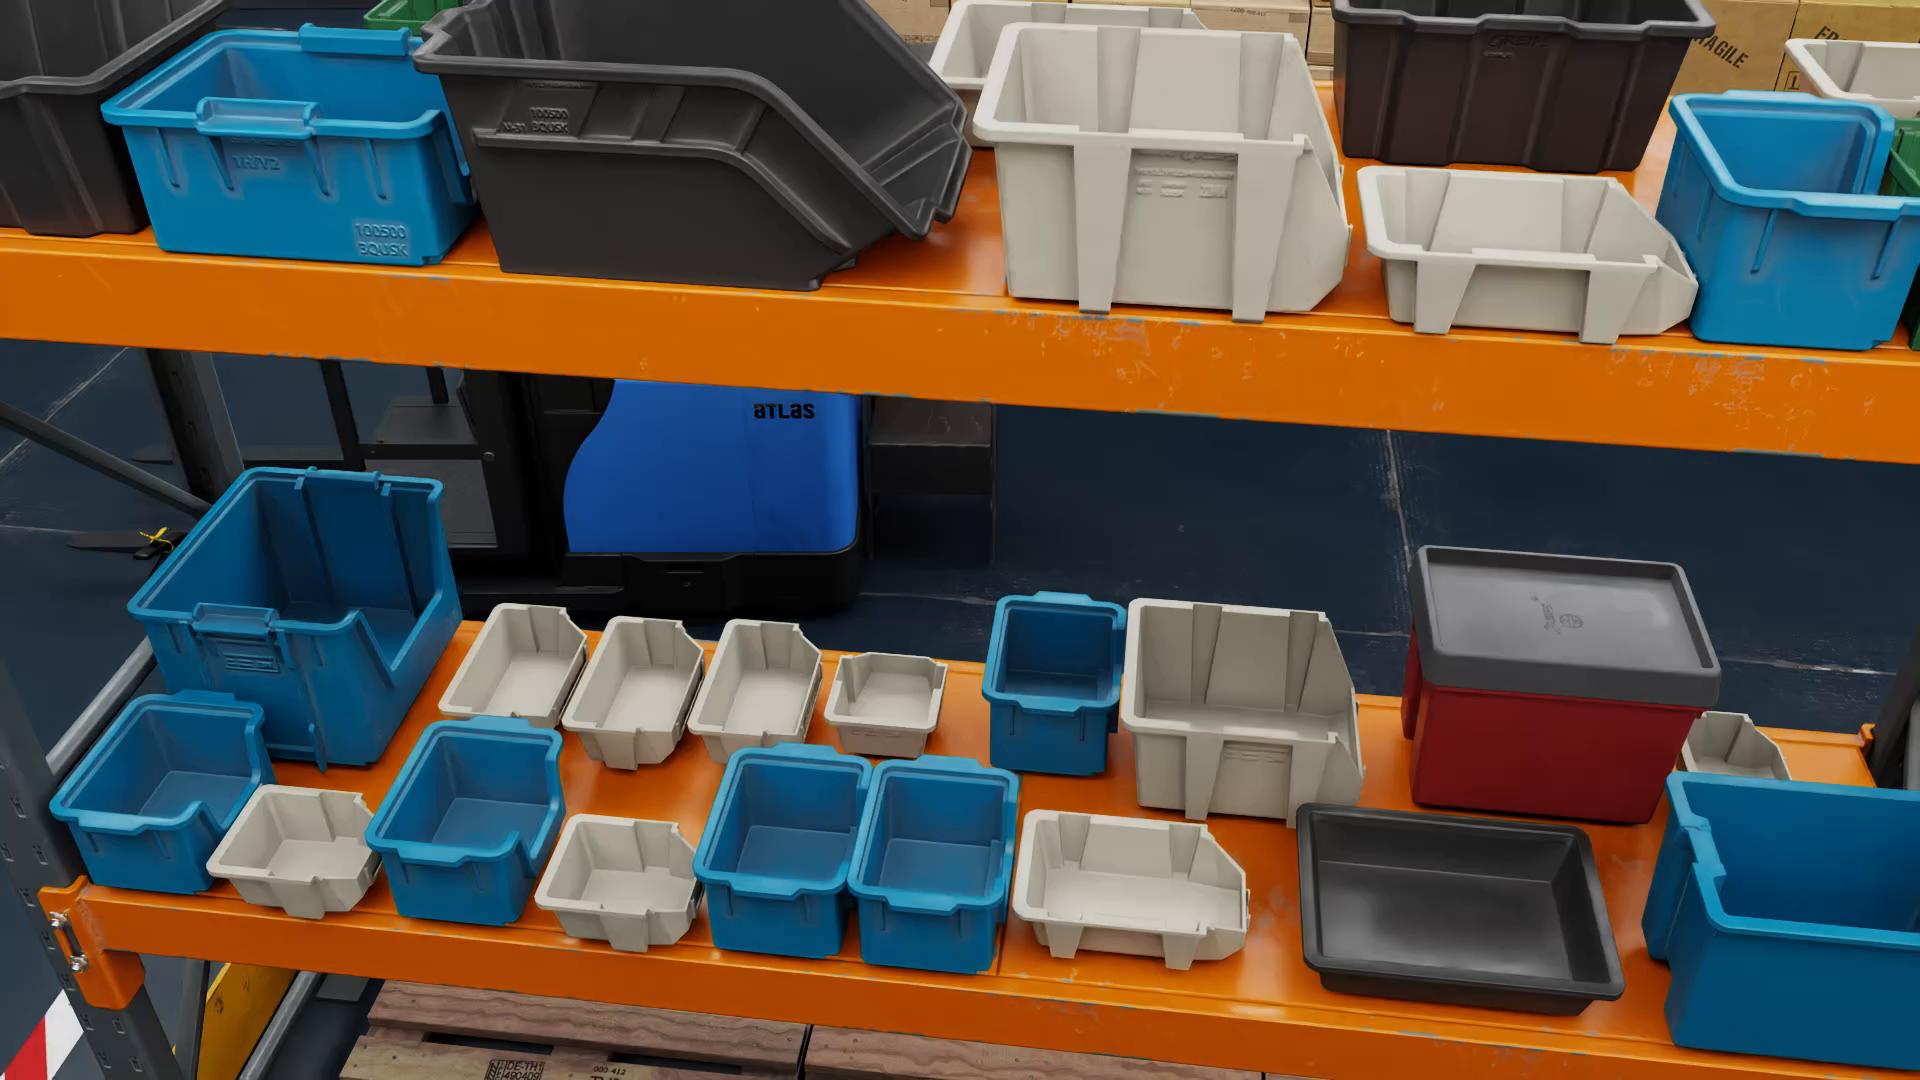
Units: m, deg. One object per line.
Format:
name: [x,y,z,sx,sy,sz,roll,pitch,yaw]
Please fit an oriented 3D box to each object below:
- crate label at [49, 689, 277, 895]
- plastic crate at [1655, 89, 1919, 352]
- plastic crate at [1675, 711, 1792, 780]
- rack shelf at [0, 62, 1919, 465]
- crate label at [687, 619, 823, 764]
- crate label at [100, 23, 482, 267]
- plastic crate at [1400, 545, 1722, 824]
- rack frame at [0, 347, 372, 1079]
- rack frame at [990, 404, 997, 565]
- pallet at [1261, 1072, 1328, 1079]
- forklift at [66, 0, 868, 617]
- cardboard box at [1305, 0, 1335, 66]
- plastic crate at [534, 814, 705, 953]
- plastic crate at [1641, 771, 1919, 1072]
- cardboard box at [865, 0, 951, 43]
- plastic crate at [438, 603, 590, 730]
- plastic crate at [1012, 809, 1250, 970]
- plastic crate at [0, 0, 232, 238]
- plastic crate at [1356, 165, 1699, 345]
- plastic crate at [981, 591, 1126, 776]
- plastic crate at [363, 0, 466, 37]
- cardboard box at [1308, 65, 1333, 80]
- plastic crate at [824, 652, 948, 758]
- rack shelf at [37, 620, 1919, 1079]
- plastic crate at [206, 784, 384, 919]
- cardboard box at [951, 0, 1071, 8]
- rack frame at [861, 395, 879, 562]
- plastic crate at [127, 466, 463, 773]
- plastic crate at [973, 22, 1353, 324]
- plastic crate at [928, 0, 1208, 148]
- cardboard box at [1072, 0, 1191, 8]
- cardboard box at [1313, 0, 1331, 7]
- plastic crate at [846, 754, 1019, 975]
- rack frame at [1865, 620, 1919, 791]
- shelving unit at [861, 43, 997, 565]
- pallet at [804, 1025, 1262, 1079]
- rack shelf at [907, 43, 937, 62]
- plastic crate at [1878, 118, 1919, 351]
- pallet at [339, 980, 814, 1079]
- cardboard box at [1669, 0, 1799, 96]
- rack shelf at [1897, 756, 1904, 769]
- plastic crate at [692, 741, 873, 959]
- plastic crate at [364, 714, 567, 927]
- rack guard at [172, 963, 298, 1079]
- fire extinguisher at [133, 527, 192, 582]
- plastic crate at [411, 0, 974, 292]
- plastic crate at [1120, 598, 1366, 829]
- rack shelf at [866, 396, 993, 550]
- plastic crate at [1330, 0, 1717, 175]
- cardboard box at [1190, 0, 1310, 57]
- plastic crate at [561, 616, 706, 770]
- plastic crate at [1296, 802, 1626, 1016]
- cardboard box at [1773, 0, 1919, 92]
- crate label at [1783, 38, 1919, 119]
crate label: [-1.651,0.541,3.502,0.303,0.233,0.416,4,36,6]
plastic crate: [1.169,-0.451,2.361,0.300,0.233,0.416,4,36,6]
plastic crate: [1.670,0.552,3.570,0.243,0.136,0.396,4,36,6]
rack shelf: [0.129,-0.491,2.892,4.000,0.370,1.077,4,36,6]
crate label: [-0.458,0.365,3.832,0.243,0.136,0.396,4,36,6]
crate label: [-0.980,-0.616,2.577,0.502,0.251,0.408,4,36,6]
plastic crate: [1.259,0.324,3.607,0.583,0.464,0.402,4,36,6]
rack frame: [-1.854,0.290,3.762,0.127,3.000,1.000,4,36,6]
rack frame: [0.135,-0.872,6.164,0.015,2.100,0.400,1,36,2]
pallet: [1.379,1.688,4.202,1.213,0.211,1.003,4,36,6]
forklift: [-1.897,-1.189,5.893,3.031,2.935,1.130,0,36,0]
cardboard box: [1.759,-2.247,7.189,0.500,0.250,0.500,5,36,7]
plastic crate: [-0.671,0.702,3.360,0.298,0.136,0.250,4,36,6]
plastic crate: [1.606,0.730,3.108,0.575,0.384,0.392,4,36,6]
cardboard box: [-0.265,-2.399,7.402,0.500,0.250,0.500,4,36,5]
plastic crate: [-1.023,0.328,3.883,0.243,0.136,0.396,4,36,6]
plastic crate: [0.348,0.713,3.345,0.466,0.136,0.293,4,36,6]
plastic crate: [-1.508,-0.689,2.664,0.590,0.269,0.497,4,36,6]
plastic crate: [0.803,-0.403,2.377,0.466,0.136,0.293,4,36,6]
plastic crate: [0.215,0.337,3.787,0.300,0.233,0.416,4,36,6]
plastic crate: [-0.840,-0.937,3.081,0.336,0.188,0.450,4,36,6]
cardboard box: [1.635,-2.057,7.266,0.250,0.149,0.380,5,36,7]
plastic crate: [-0.162,0.376,3.816,0.250,0.136,0.298,4,36,6]
rack shelf: [0.129,0.730,3.764,4.000,0.370,1.077,4,36,6]
plastic crate: [-1.344,0.652,3.430,0.298,0.136,0.250,4,36,6]
cardboard box: [0.232,-2.359,7.347,0.500,0.250,0.500,3,36,4]
rack frame: [-0.353,-0.882,6.178,0.015,2.100,0.400,1,36,2]
plastic crate: [-1.499,0.168,3.851,0.499,0.435,0.616,4,36,6]
plastic crate: [0.305,-0.541,2.446,0.530,0.282,0.437,4,36,6]
plastic crate: [0.227,-0.814,2.954,0.530,0.136,0.437,4,36,6]
cardboard box: [0.751,-2.324,7.297,0.500,0.250,0.500,4,36,5]
cardboard box: [1.757,-2.553,6.973,0.500,0.500,0.500,5,36,6]
plastic crate: [-0.048,0.661,3.334,0.300,0.233,0.416,4,36,6]
rack frame: [2.113,0.584,3.350,0.053,2.616,0.949,4,36,6]
shelving unit: [-0.109,-0.877,6.171,0.503,2.100,0.431,1,36,2]
pallet: [0.165,1.600,4.327,1.213,0.211,1.003,4,36,6]
rack shelf: [-0.109,-1.436,5.772,0.480,0.518,0.431,1,36,2]
plastic crate: [1.654,-0.406,2.338,0.662,0.188,0.450,4,36,6]
pallet: [-1.041,1.508,4.455,1.213,0.211,1.003,4,36,6]
cardboard box: [3.168,-2.131,7.068,0.500,0.500,0.500,4,36,6]
rack shelf: [4.097,1.026,3.349,4.000,0.370,1.077,4,36,6]
plastic crate: [-0.346,0.639,3.365,0.300,0.233,0.416,4,36,6]
plastic crate: [-0.999,0.590,3.434,0.300,0.233,0.416,4,36,6]
rack guard: [-1.880,1.313,4.480,0.348,0.500,1.175,4,36,6]
fire extinguisher: [-1.946,0.200,4.276,0.183,0.674,0.296,4,36,6]
plastic crate: [-0.374,-0.635,2.529,0.767,0.338,0.504,4,36,6]
plastic crate: [0.622,0.390,3.672,0.530,0.282,0.437,4,36,6]
rack shelf: [-0.109,-0.296,6.586,0.480,0.518,0.431,1,36,2]
plastic crate: [0.916,-0.832,2.864,0.590,0.269,0.497,4,36,6]
cardboard box: [1.253,-2.284,7.242,0.500,0.250,0.500,5,36,7]
plastic crate: [-0.737,0.358,3.841,0.243,0.136,0.396,4,36,6]
plastic crate: [0.969,0.745,3.309,0.590,0.125,0.437,4,36,6]
cardboard box: [3.667,-2.094,7.016,0.500,0.500,0.500,4,36,6]
crate label: [1.664,-0.731,2.837,0.466,0.136,0.293,4,36,6]
